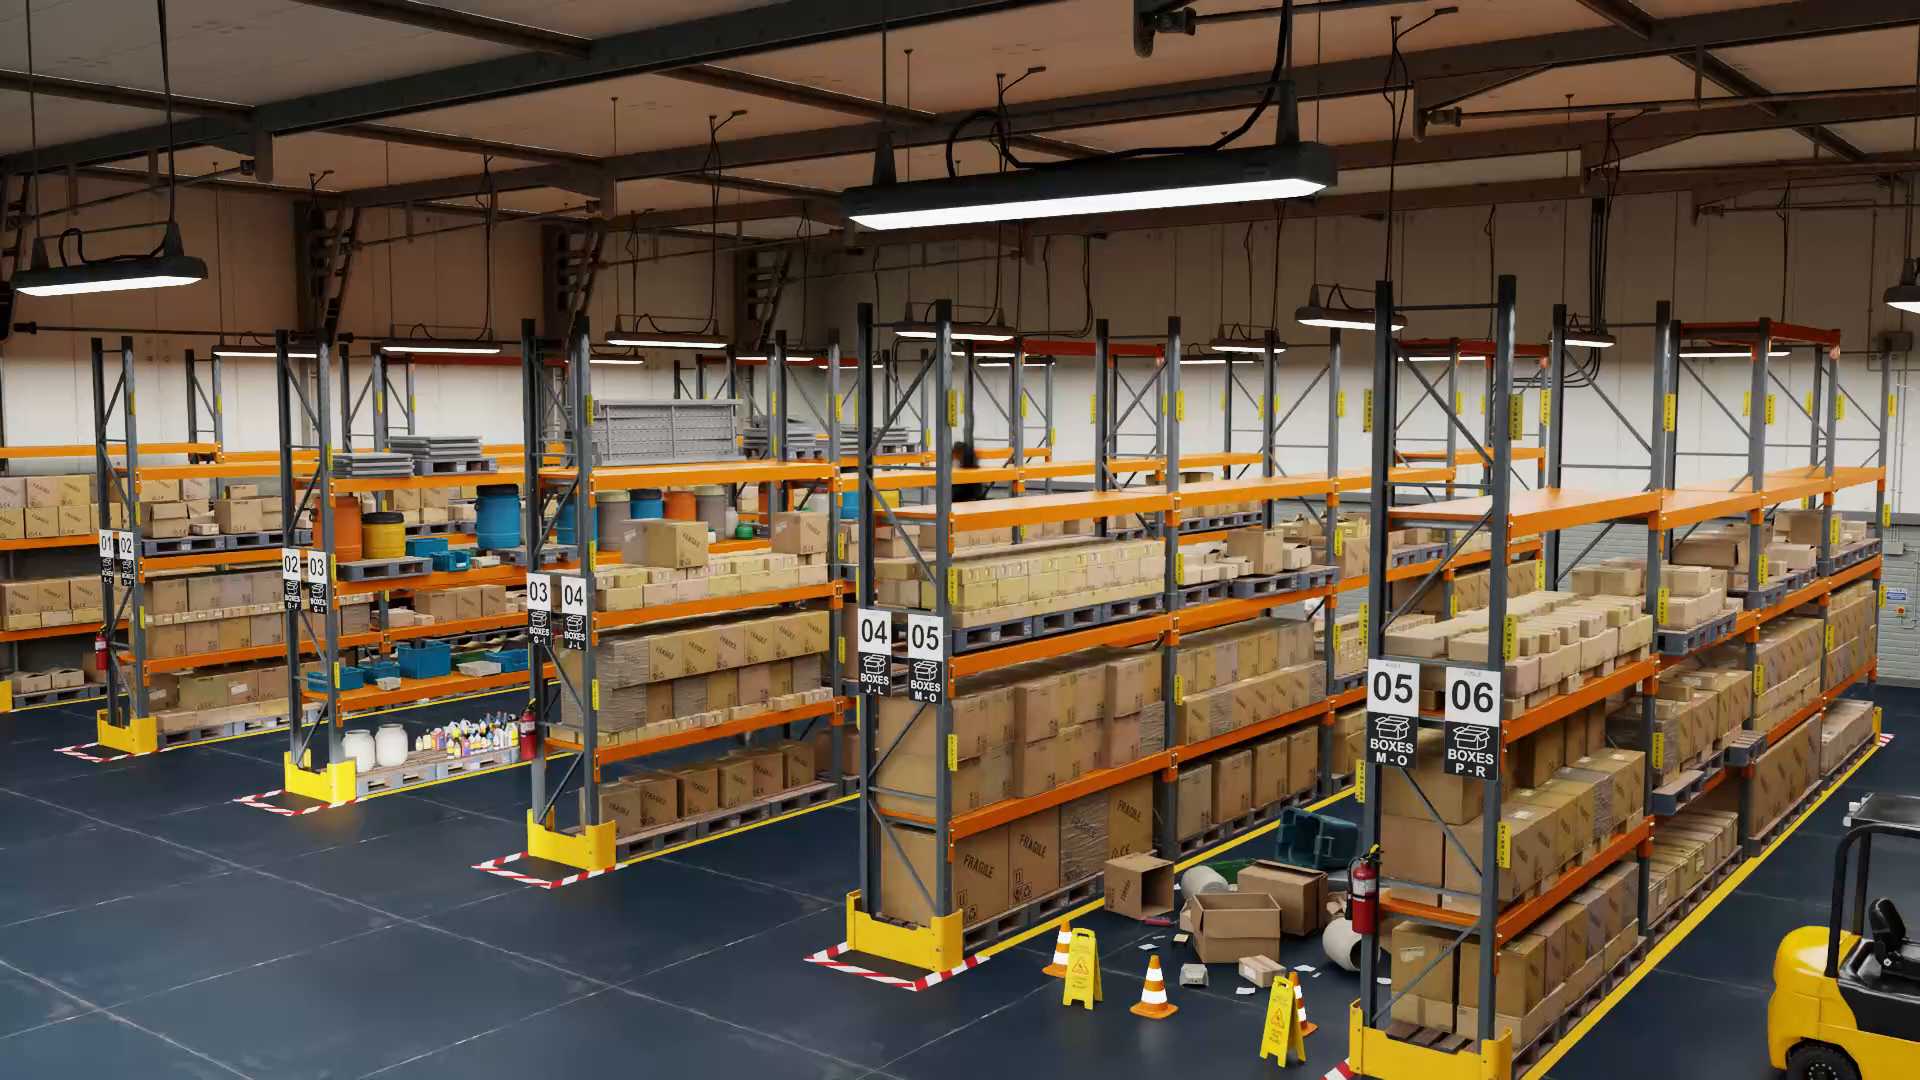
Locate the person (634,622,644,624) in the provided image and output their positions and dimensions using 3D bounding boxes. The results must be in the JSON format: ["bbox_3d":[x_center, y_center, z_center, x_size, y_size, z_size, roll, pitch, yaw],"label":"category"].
[{"bbox_3d":[-5.513,1.803,28.965,0.682,1.679,0.788,2,5,24],"label":"person"}]

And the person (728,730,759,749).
[{"bbox_3d":[-2.926,2.289,22.704,0.691,1.720,0.591,3,6,28],"label":"person"}]

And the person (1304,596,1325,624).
[{"bbox_3d":[6.741,1.630,31.289,0.621,1.668,0.640,-3,6,-34],"label":"person"}]
